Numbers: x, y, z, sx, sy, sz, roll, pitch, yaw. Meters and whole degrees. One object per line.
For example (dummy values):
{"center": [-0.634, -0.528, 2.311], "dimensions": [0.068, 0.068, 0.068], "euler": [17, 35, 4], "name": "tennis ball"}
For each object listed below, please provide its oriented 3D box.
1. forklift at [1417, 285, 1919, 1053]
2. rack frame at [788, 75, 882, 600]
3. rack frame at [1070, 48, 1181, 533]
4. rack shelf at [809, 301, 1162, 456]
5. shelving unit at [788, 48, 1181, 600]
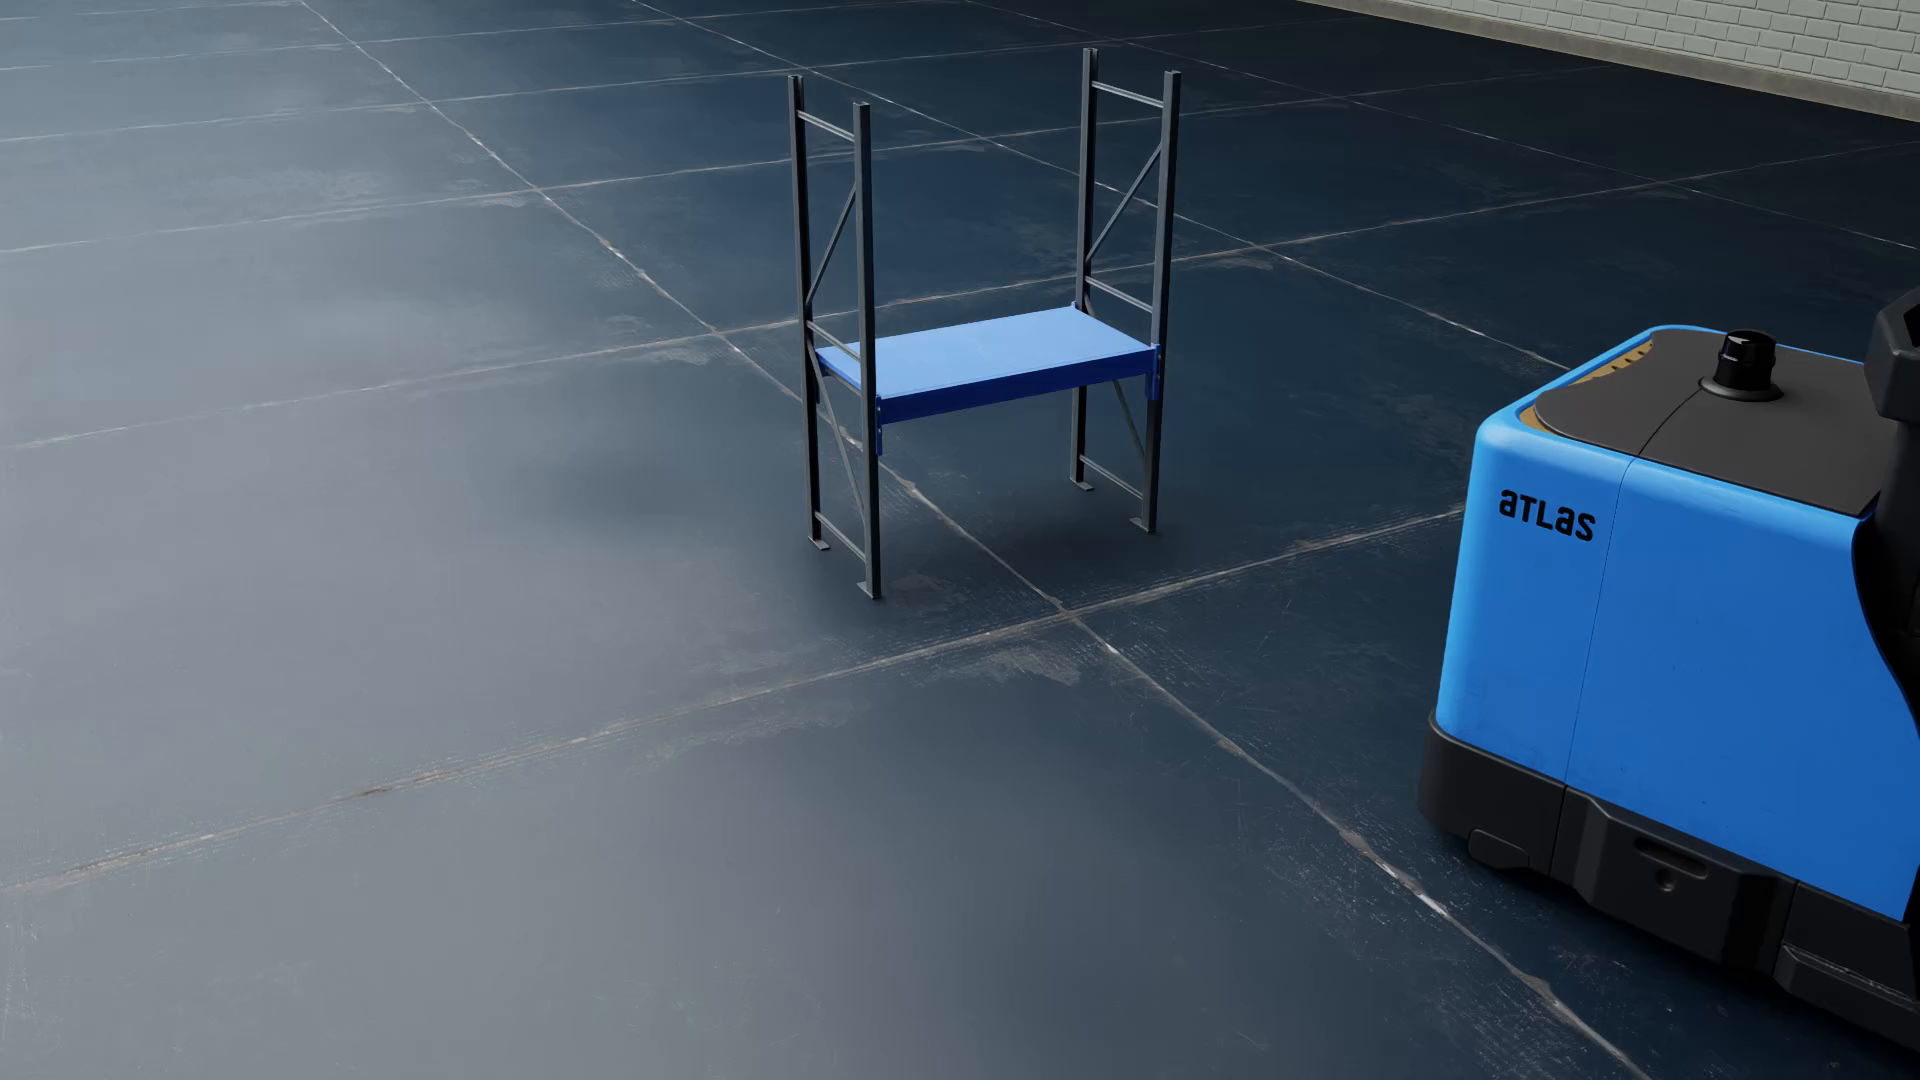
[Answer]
{"center": [2.512, -0.321, 2.784], "dimensions": [3.031, 2.935, 1.130], "euler": [22, 34, 39], "name": "forklift"}
{"center": [-0.373, -0.590, 4.998], "dimensions": [0.032, 1.500, 0.500], "euler": [-13, 29, -25], "name": "rack frame"}
{"center": [0.524, -0.797, 5.429], "dimensions": [0.032, 1.500, 0.500], "euler": [-13, 29, -25], "name": "rack frame"}
{"center": [0.075, -0.531, 5.291], "dimensions": [1.000, 0.185, 0.538], "euler": [-13, 29, -25], "name": "rack shelf"}
{"center": [0.075, -0.693, 5.214], "dimensions": [1.048, 1.500, 0.538], "euler": [-13, 29, -25], "name": "shelving unit"}
